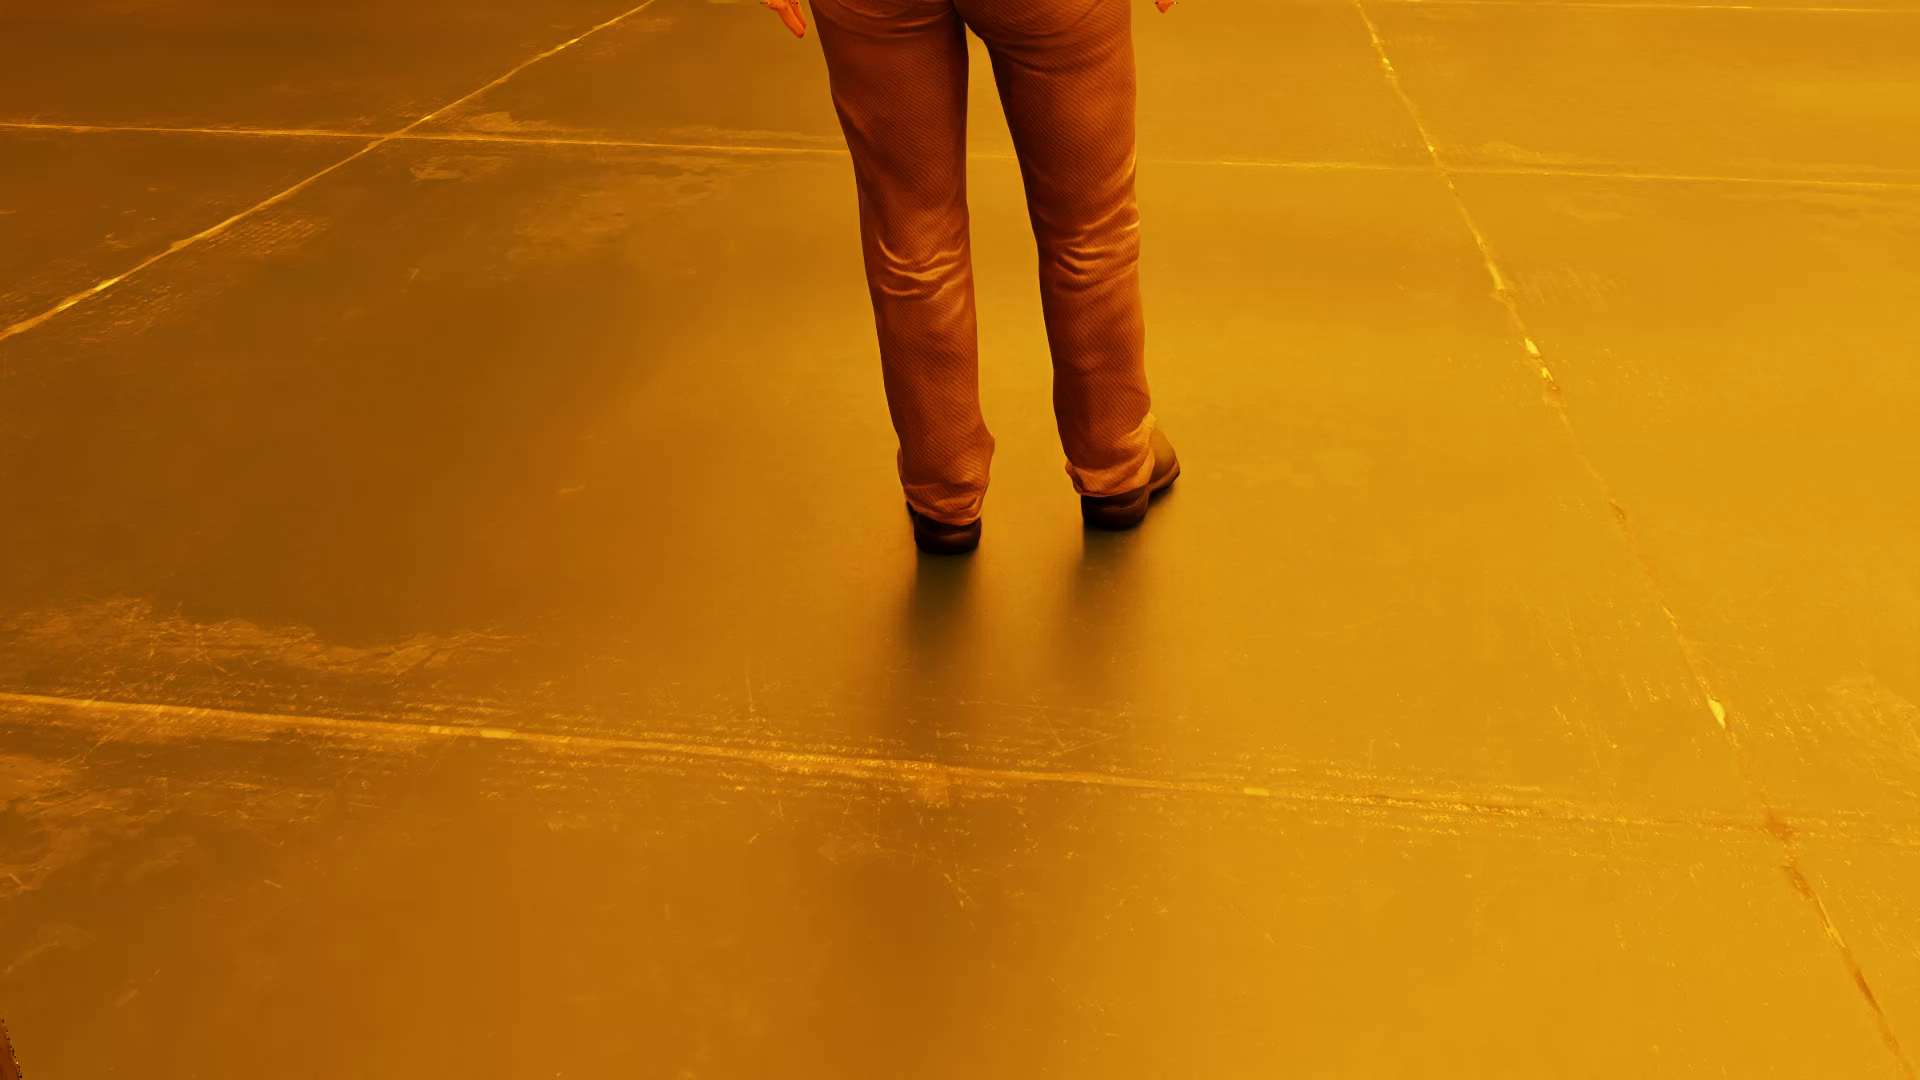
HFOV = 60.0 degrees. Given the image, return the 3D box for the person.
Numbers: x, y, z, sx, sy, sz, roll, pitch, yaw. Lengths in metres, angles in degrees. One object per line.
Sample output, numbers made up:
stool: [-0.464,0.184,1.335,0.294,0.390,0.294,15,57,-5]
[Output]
person: [0.016,-0.804,2.168,0.633,1.722,0.566,3,27,7]
